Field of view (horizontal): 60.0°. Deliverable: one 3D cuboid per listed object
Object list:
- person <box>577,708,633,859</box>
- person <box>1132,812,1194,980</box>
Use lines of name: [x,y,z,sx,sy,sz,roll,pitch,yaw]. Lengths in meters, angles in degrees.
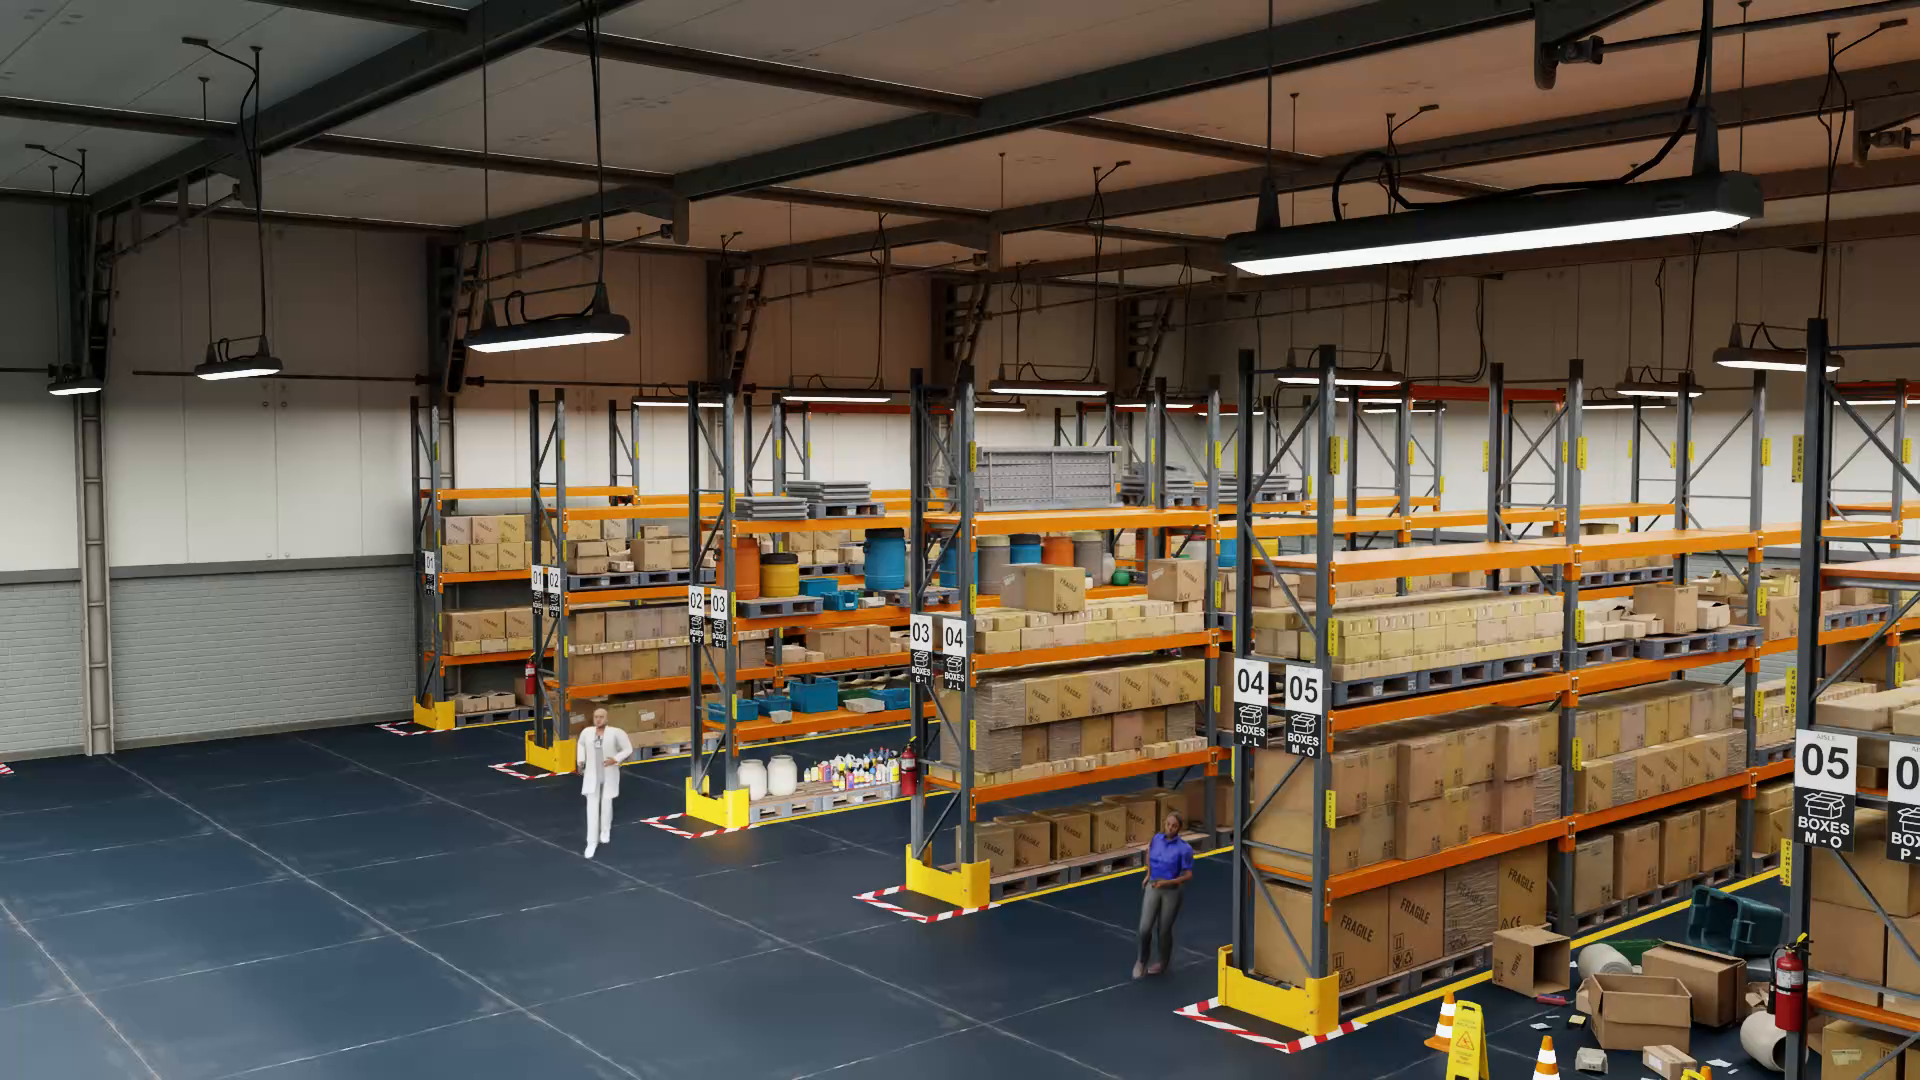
person: [-4.495,3.025,21.040,0.721,1.829,0.925,0,3,-3]
person: [1.959,3.419,15.946,0.595,1.657,0.625,2,4,26]
